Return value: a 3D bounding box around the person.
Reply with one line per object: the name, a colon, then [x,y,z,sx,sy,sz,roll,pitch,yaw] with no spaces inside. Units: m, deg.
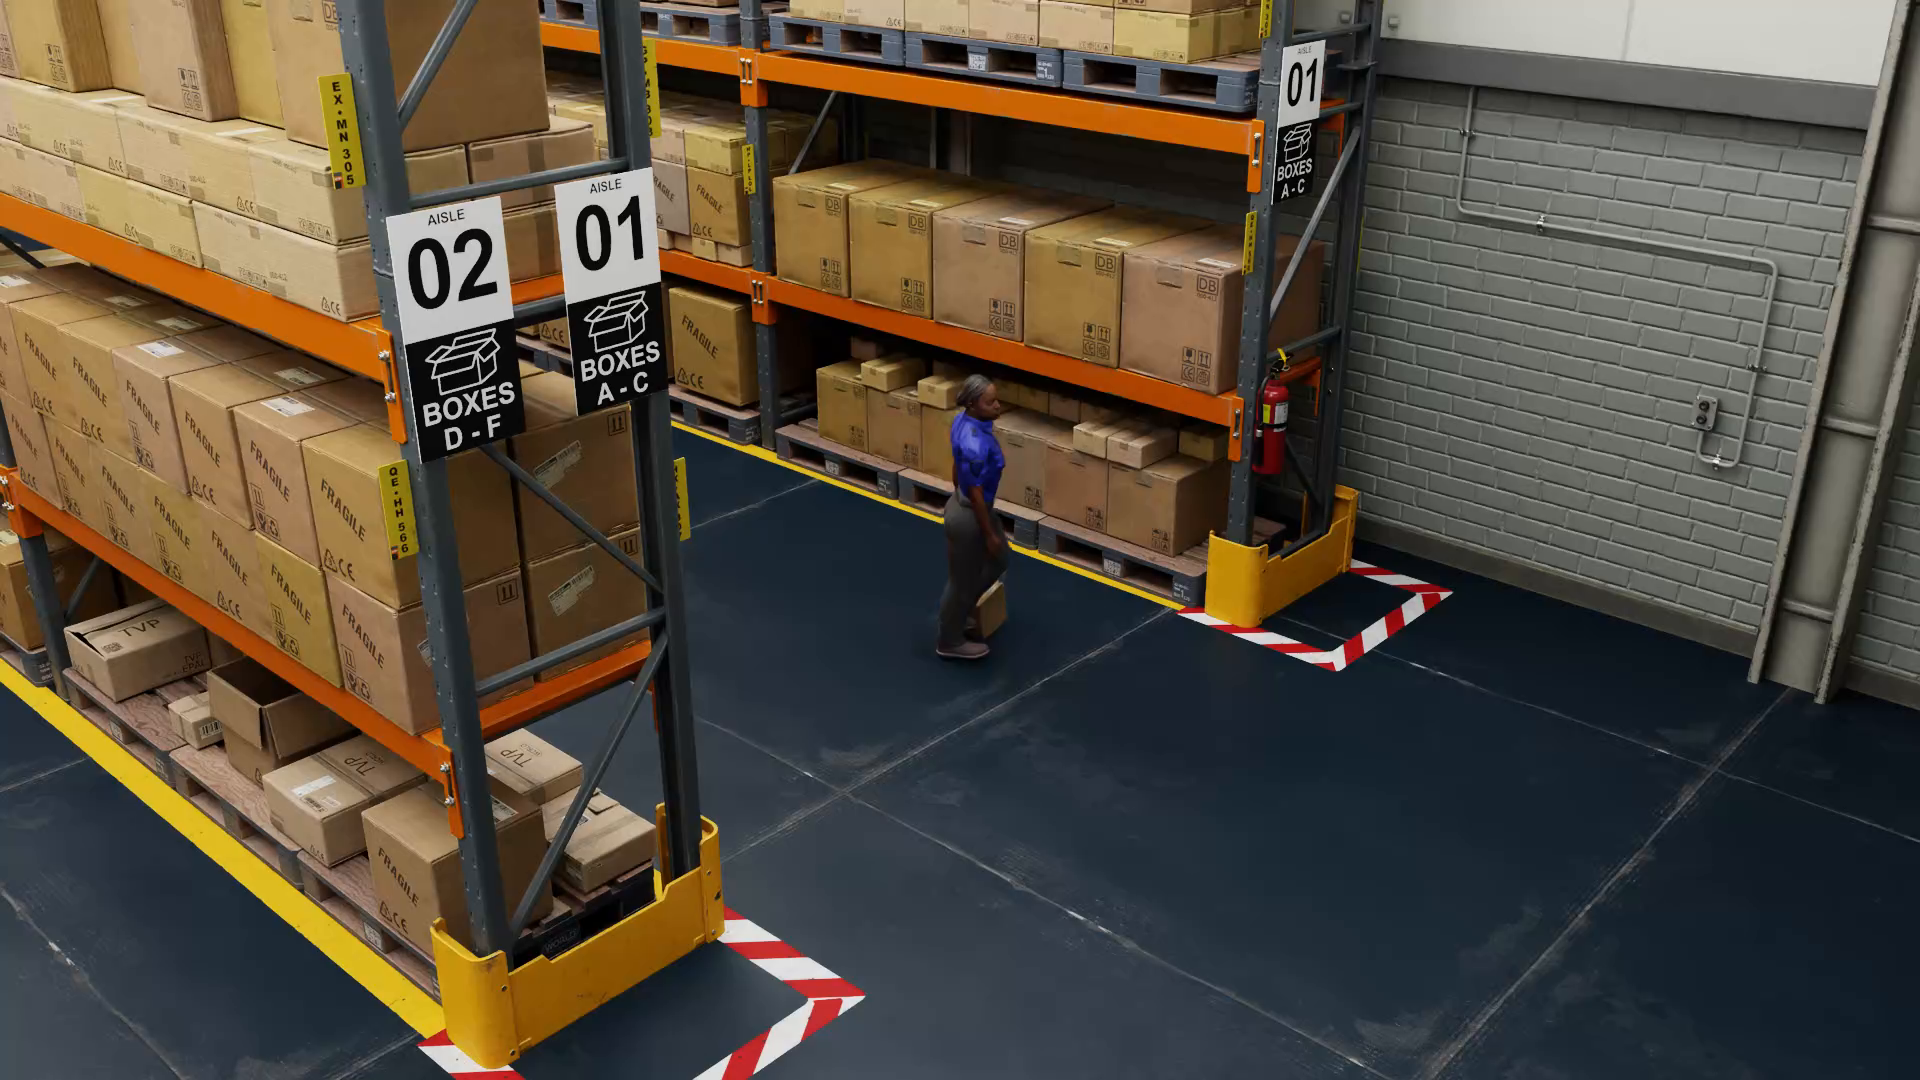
person: [0.076,-0.121,8.846,0.418,1.646,0.572,0,24,-1]
